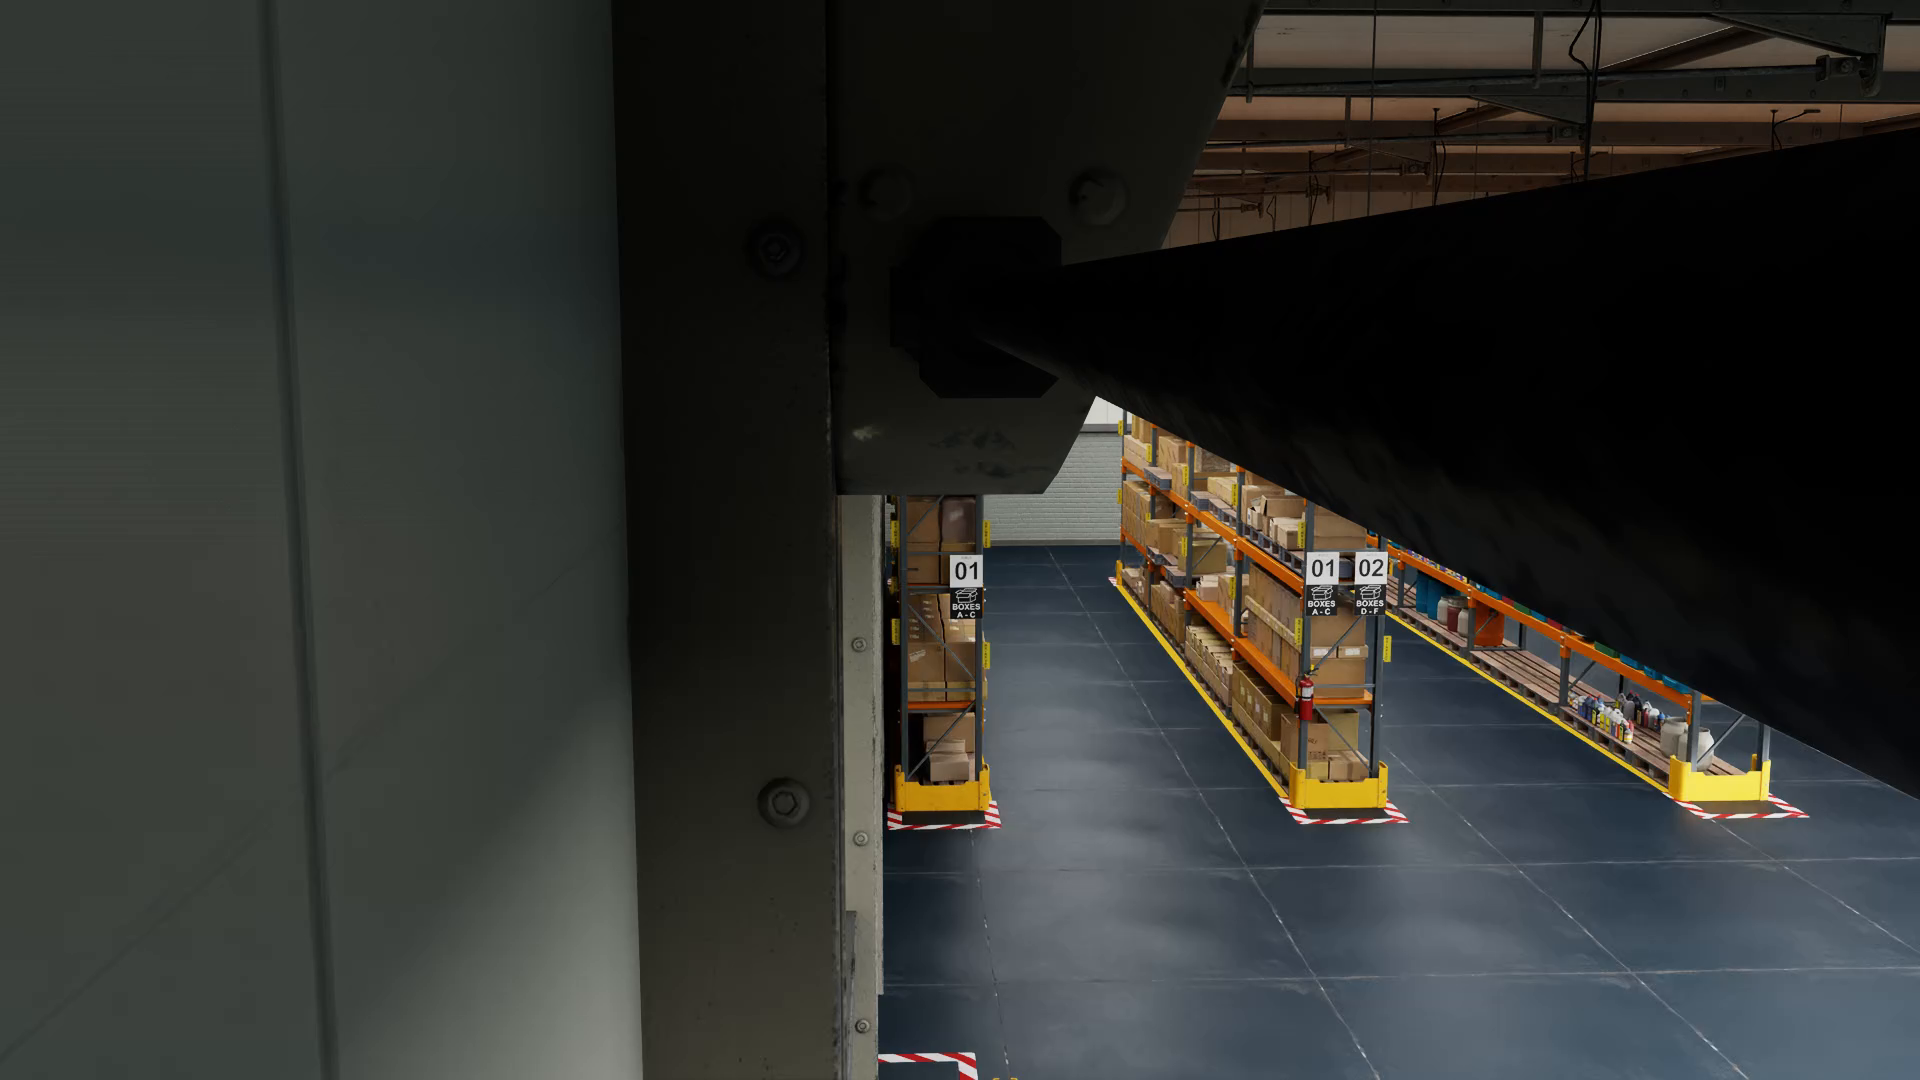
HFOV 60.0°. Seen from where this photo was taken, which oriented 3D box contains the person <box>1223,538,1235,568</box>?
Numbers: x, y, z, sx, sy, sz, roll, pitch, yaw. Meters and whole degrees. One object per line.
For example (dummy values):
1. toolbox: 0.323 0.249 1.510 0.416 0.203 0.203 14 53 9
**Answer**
1. person: 5.856 0.169 36.039 0.705 1.717 0.745 -4 9 -23
